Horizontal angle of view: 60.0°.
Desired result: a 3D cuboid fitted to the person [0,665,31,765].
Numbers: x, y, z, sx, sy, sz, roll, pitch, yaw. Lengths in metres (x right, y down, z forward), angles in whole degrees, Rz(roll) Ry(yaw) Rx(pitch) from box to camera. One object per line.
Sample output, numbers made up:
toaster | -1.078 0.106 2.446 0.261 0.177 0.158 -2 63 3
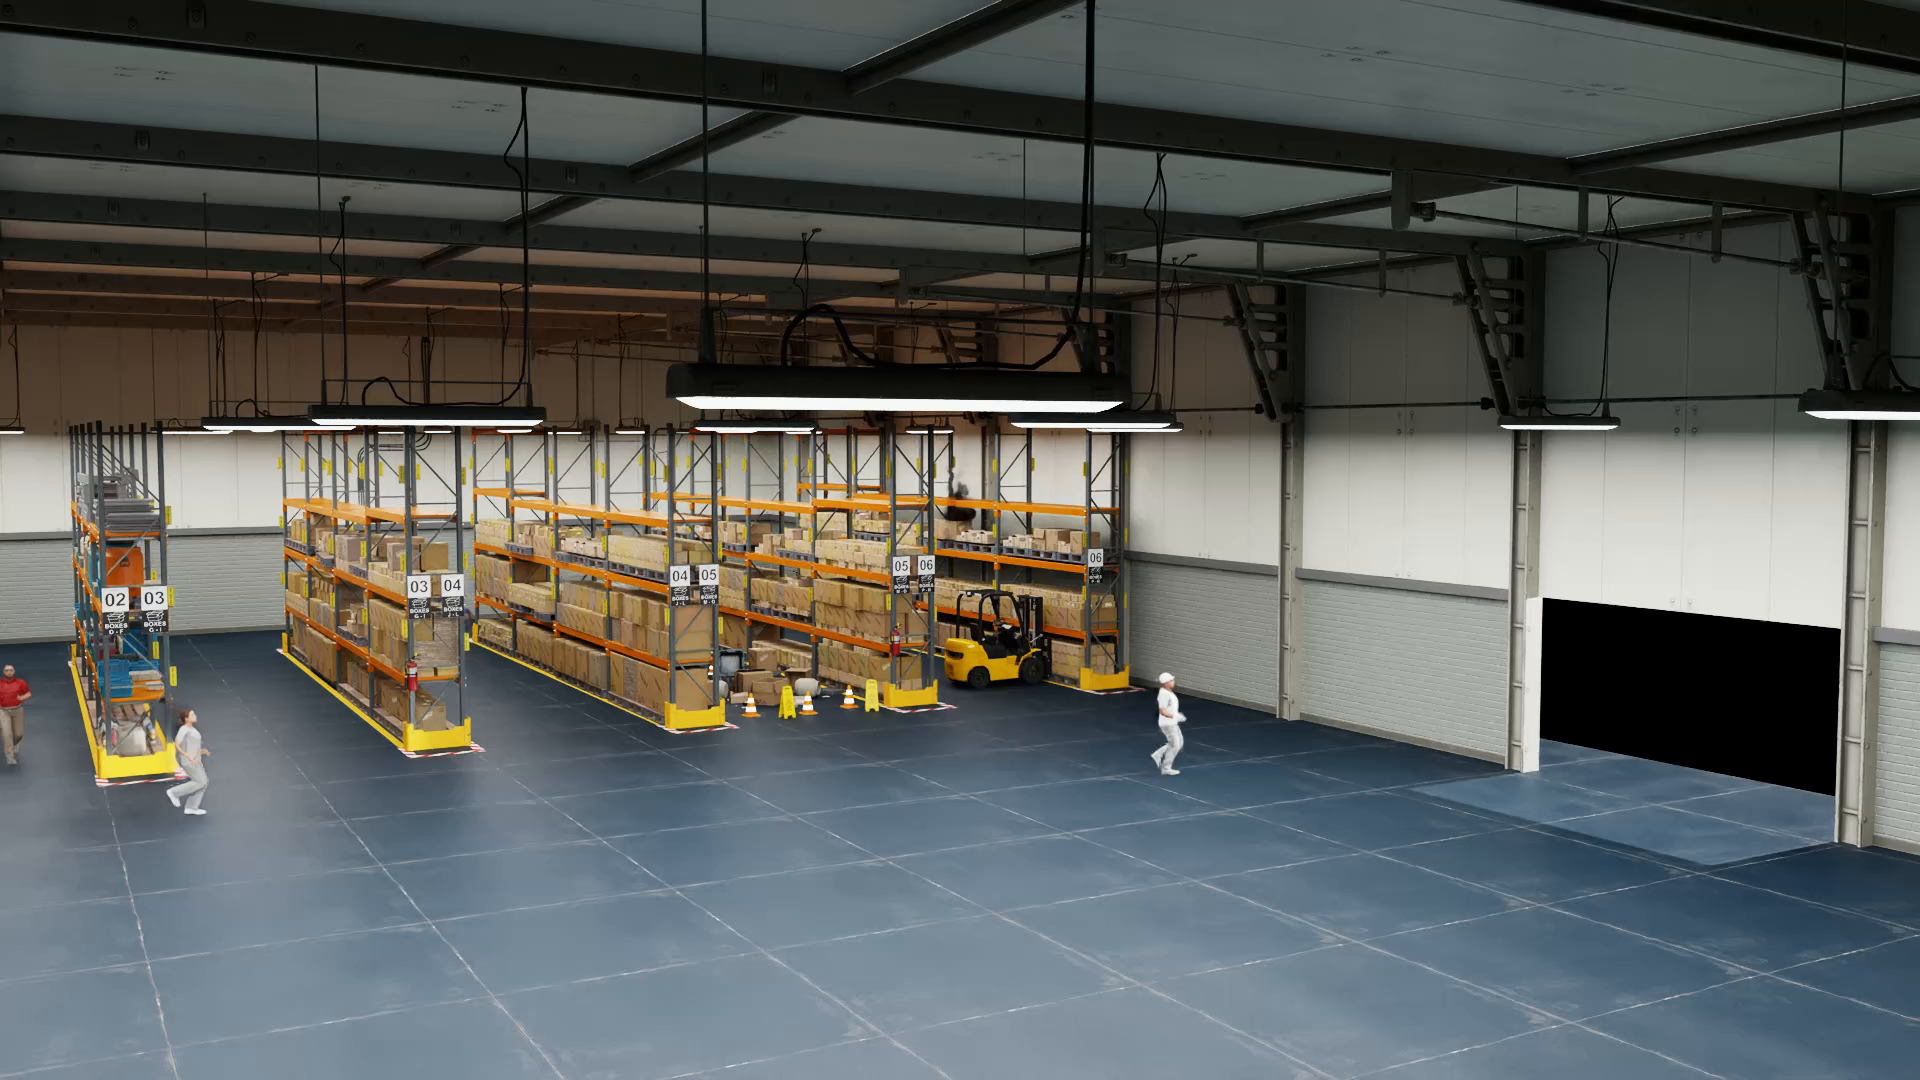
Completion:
person | -16.732 3.048 29.288 0.673 1.699 0.944 -3 4 -38

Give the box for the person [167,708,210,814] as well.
person | -11.709 3.363 25.227 0.573 1.621 0.565 -1 4 -9

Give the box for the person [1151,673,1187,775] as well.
person | 3.542 3.112 28.150 0.614 1.734 0.677 1 4 11

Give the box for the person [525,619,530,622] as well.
person | -12.403 1.861 48.469 0.935 1.693 0.572 -3 4 -37

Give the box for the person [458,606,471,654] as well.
person | -12.842 2.312 42.709 0.581 1.631 0.734 -1 4 -19
